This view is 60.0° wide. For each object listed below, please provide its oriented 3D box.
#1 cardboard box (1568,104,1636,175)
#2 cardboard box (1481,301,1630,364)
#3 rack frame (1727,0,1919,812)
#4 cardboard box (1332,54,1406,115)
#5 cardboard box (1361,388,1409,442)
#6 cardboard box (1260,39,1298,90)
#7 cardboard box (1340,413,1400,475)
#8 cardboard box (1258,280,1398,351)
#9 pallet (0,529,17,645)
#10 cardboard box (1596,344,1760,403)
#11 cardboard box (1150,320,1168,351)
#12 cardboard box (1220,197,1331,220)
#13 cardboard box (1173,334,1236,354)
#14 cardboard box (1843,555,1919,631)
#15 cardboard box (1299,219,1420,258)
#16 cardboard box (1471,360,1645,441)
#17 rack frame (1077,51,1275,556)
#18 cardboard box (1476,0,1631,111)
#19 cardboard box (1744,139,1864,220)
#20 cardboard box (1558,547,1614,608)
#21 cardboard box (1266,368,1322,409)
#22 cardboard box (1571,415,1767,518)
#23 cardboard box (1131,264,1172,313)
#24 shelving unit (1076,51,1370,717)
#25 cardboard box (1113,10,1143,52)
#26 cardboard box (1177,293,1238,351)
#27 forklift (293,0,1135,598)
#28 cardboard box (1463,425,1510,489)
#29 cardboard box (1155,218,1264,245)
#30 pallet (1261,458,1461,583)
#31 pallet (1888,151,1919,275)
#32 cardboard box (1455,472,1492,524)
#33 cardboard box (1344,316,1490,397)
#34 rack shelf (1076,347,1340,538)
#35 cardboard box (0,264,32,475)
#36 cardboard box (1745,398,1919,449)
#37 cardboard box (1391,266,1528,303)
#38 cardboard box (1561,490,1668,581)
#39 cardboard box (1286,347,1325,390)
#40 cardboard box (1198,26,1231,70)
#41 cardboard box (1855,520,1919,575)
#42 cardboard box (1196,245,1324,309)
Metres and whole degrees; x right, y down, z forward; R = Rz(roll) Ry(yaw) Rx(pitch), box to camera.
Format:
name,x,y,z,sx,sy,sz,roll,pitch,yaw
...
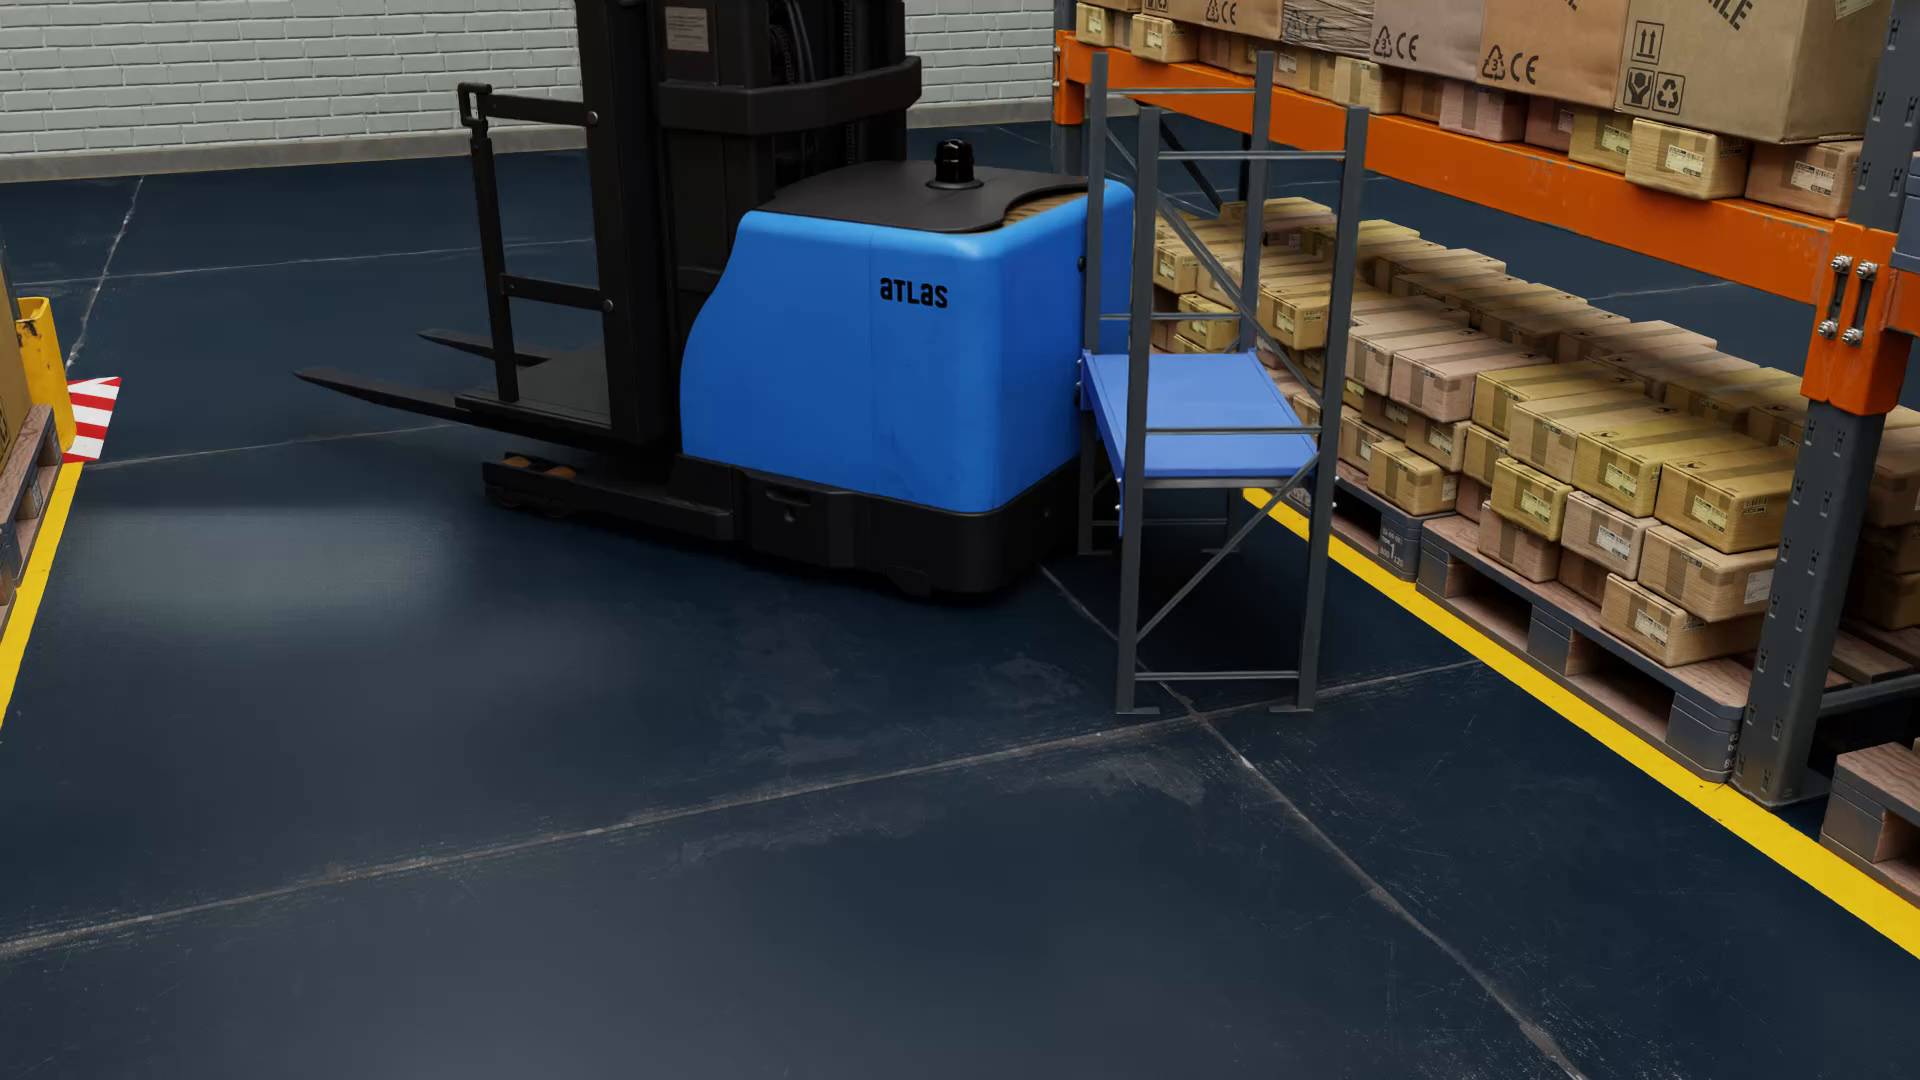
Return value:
name,x,y,z,sx,sy,sz,roll,pitch,yaw
cardboard box,1.732,-0.994,4.070,0.380,0.149,0.250,-7,24,-17
cardboard box,1.878,-0.638,5.266,0.380,0.149,0.250,-9,25,-21
rack frame,2.284,-0.854,3.415,1.000,3.000,0.127,-8,24,-19
cardboard box,1.344,-1.368,4.958,0.380,0.149,0.250,-8,24,-18
cardboard box,1.476,-0.428,5.151,0.380,0.149,0.250,-10,25,-21
cardboard box,1.206,-1.566,5.428,0.380,0.149,0.250,-9,24,-20
cardboard box,1.432,-0.310,5.253,0.380,0.149,0.250,-8,24,-18
cardboard box,1.221,-0.749,5.529,0.380,0.149,0.250,-8,24,-18
pallet,-3.022,0.344,4.163,1.003,0.211,1.213,-8,24,-19
cardboard box,2.065,-0.447,4.812,0.380,0.149,0.250,-9,24,-20
cardboard box,0.925,-0.869,6.580,0.380,0.149,0.250,-8,24,-19
cardboard box,1.295,-1.304,6.846,0.380,0.149,0.250,-8,24,-18
cardboard box,1.007,-0.672,6.112,0.380,0.149,0.250,-8,24,-18
cardboard box,2.456,0.090,4.305,0.380,0.149,0.250,-9,25,-21
cardboard box,1.540,-1.128,6.428,0.380,0.149,0.250,-9,24,-20
cardboard box,1.674,-0.384,4.662,0.380,0.149,0.250,-8,24,-17
rack frame,0.613,-0.649,4.860,0.500,1.500,0.032,-1,23,-2
cardboard box,1.666,-1.363,4.110,0.500,0.500,0.500,-9,24,-20
cardboard box,1.964,-0.810,3.633,0.380,0.149,0.250,-9,24,-20
cardboard box,1.813,0.064,4.365,0.380,0.149,0.250,-8,24,-18
cardboard box,1.193,-0.490,5.680,0.380,0.149,0.250,-10,25,-22
cardboard box,1.787,-0.189,4.201,0.380,0.149,0.250,-8,24,-18
cardboard box,0.860,-0.992,6.488,0.380,0.149,0.250,-8,24,-19
shelving unit,0.628,-0.452,4.391,0.538,1.500,1.048,-1,23,-2
cardboard box,0.807,-1.942,6.320,0.380,0.149,0.250,-7,24,-17
cardboard box,1.018,-0.807,6.049,0.380,0.149,0.250,-8,24,-17
forklift,-0.986,-1.585,5.237,3.031,2.935,1.130,12,26,27
cardboard box,1.660,-0.238,4.700,0.380,0.149,0.250,-8,24,-19
cardboard box,0.948,-1.141,6.459,0.380,0.149,0.250,-8,24,-18
pallet,1.579,-0.252,5.577,1.003,0.211,1.213,-8,24,-19
pallet,2.418,-0.468,2.746,1.003,0.211,1.213,-8,24,-19
cardboard box,1.680,-0.135,4.839,0.380,0.149,0.250,-9,24,-20
cardboard box,1.385,-0.566,5.094,0.380,0.149,0.250,-9,25,-21
rack shelf,0.628,-0.286,4.461,0.538,0.185,1.000,-1,23,-2
cardboard box,-3.504,-0.657,5.141,0.875,0.875,0.875,-8,24,-19
cardboard box,2.314,-0.270,4.392,0.380,0.149,0.250,-7,24,-16
cardboard box,1.709,-0.824,5.708,0.380,0.149,0.250,-9,25,-21
cardboard box,1.768,-0.039,4.226,0.380,0.149,0.250,-10,25,-22
cardboard box,1.335,-0.631,5.631,0.380,0.149,0.250,-7,24,-16
cardboard box,1.072,-1.762,5.892,0.380,0.149,0.250,-7,24,-17
cardboard box,2.455,-0.047,4.246,0.380,0.149,0.250,-7,24,-17
cardboard box,1.082,-0.953,6.013,0.380,0.149,0.250,-10,25,-22
